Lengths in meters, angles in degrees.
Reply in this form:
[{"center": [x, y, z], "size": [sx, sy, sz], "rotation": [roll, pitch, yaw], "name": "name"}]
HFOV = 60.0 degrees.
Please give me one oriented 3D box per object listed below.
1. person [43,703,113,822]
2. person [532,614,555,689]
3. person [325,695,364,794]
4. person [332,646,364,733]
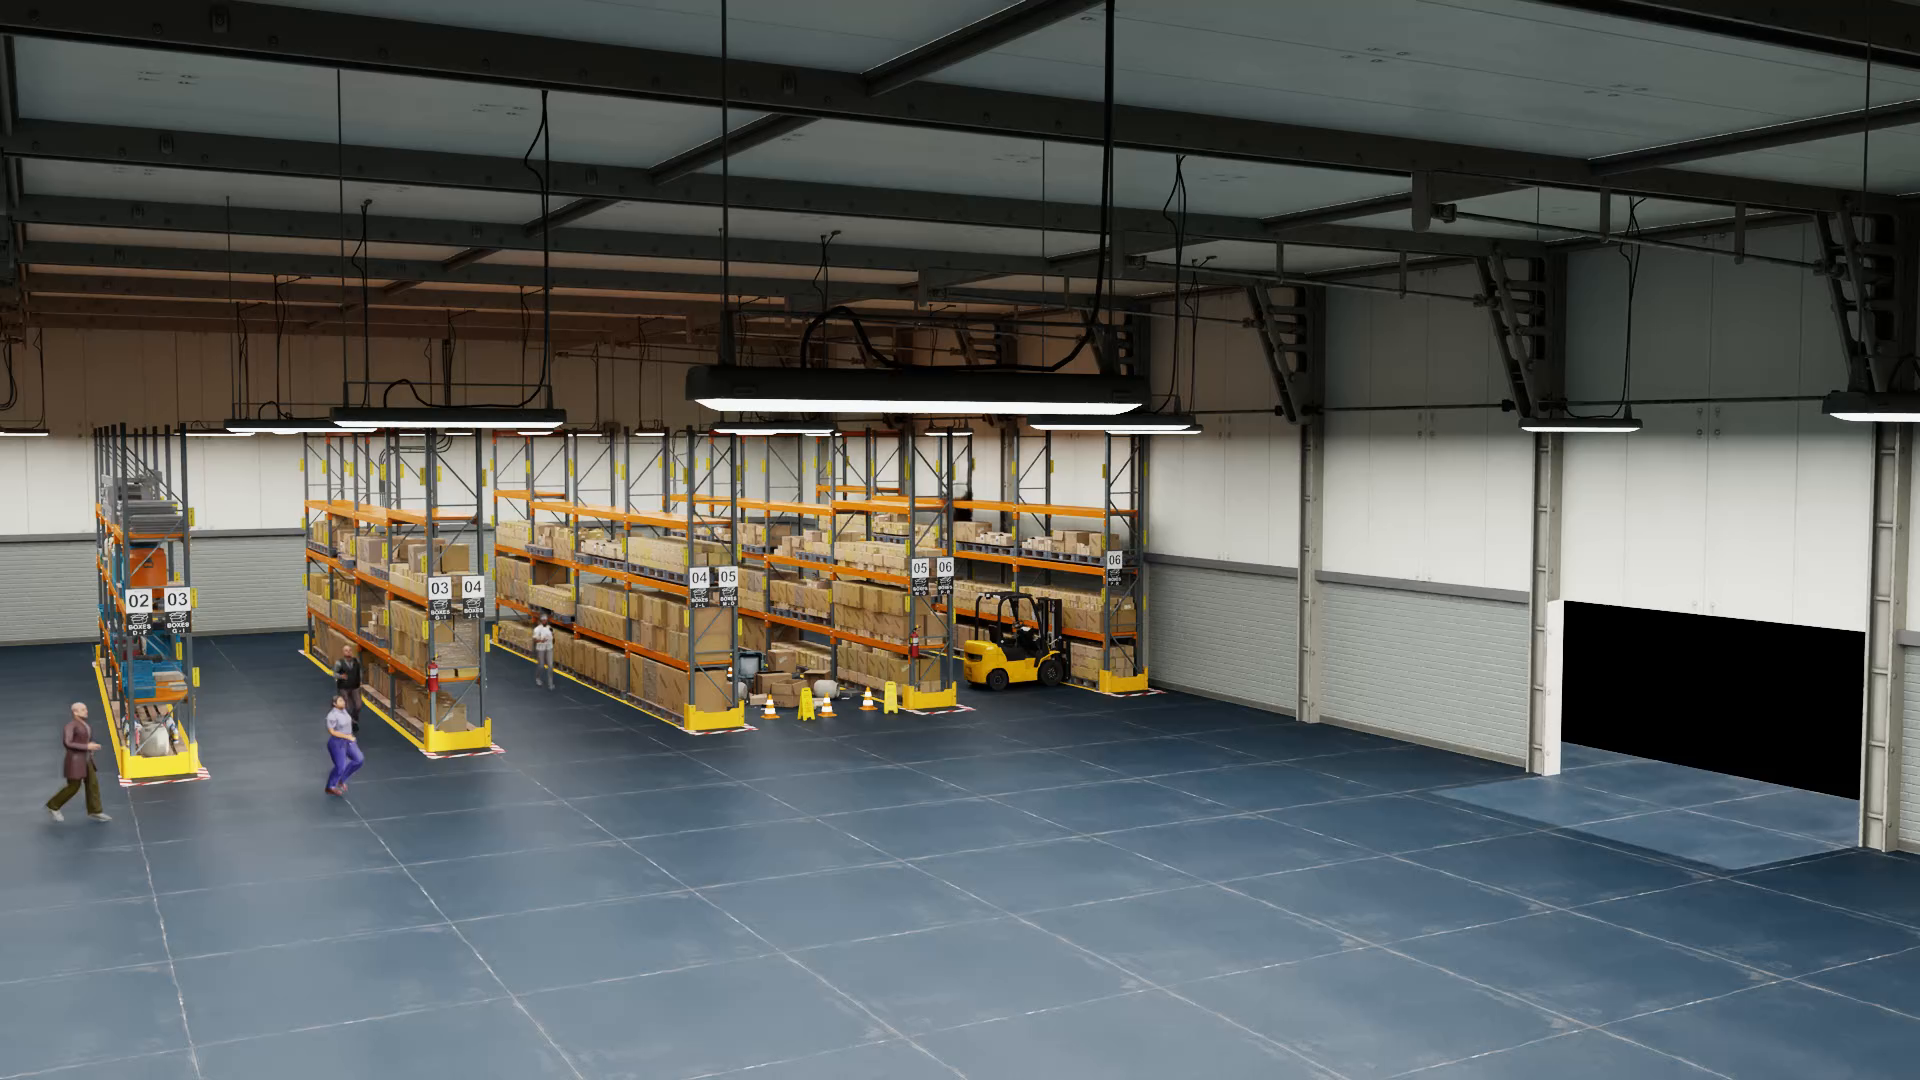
[{"center": [-13.176, 3.322, 24.817], "size": [0.949, 1.804, 0.732], "rotation": [0, 3, -2], "name": "person"}, {"center": [-9.534, 2.540, 38.184], "size": [0.581, 1.694, 0.876], "rotation": [-2, 4, -33], "name": "person"}, {"center": [-9.973, 3.297, 26.852], "size": [0.588, 1.591, 0.618], "rotation": [1, 4, 9], "name": "person"}, {"center": [-11.846, 2.915, 32.314], "size": [0.642, 1.717, 0.644], "rotation": [-2, 4, -31], "name": "person"}]
